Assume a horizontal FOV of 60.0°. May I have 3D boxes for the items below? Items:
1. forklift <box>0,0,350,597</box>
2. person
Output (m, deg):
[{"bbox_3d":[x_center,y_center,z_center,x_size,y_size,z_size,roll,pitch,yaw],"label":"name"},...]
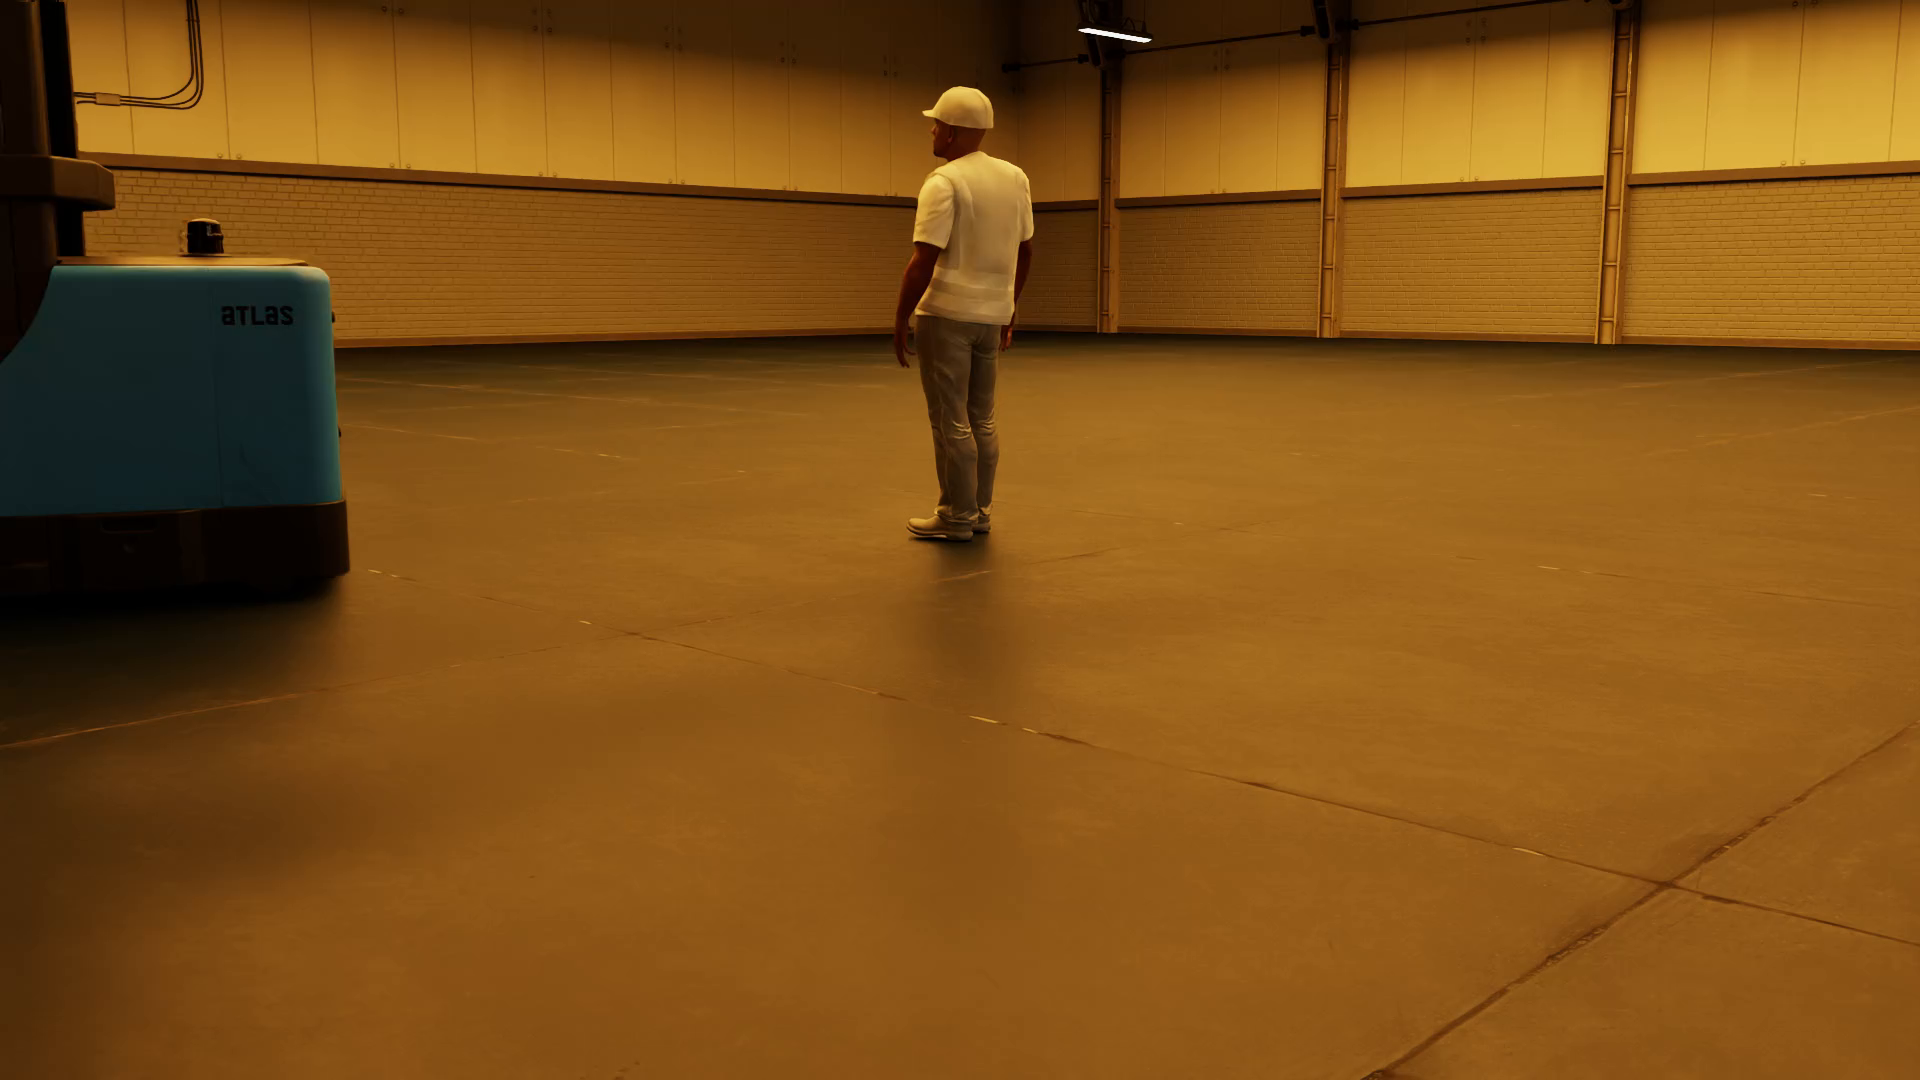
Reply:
[{"bbox_3d":[-3.605,-1.255,5.205,3.031,2.935,1.130,-3,9,-21],"label":"forklift"},{"bbox_3d":[-0.046,-0.885,6.637,0.577,1.759,0.666,8,12,43],"label":"person"}]
